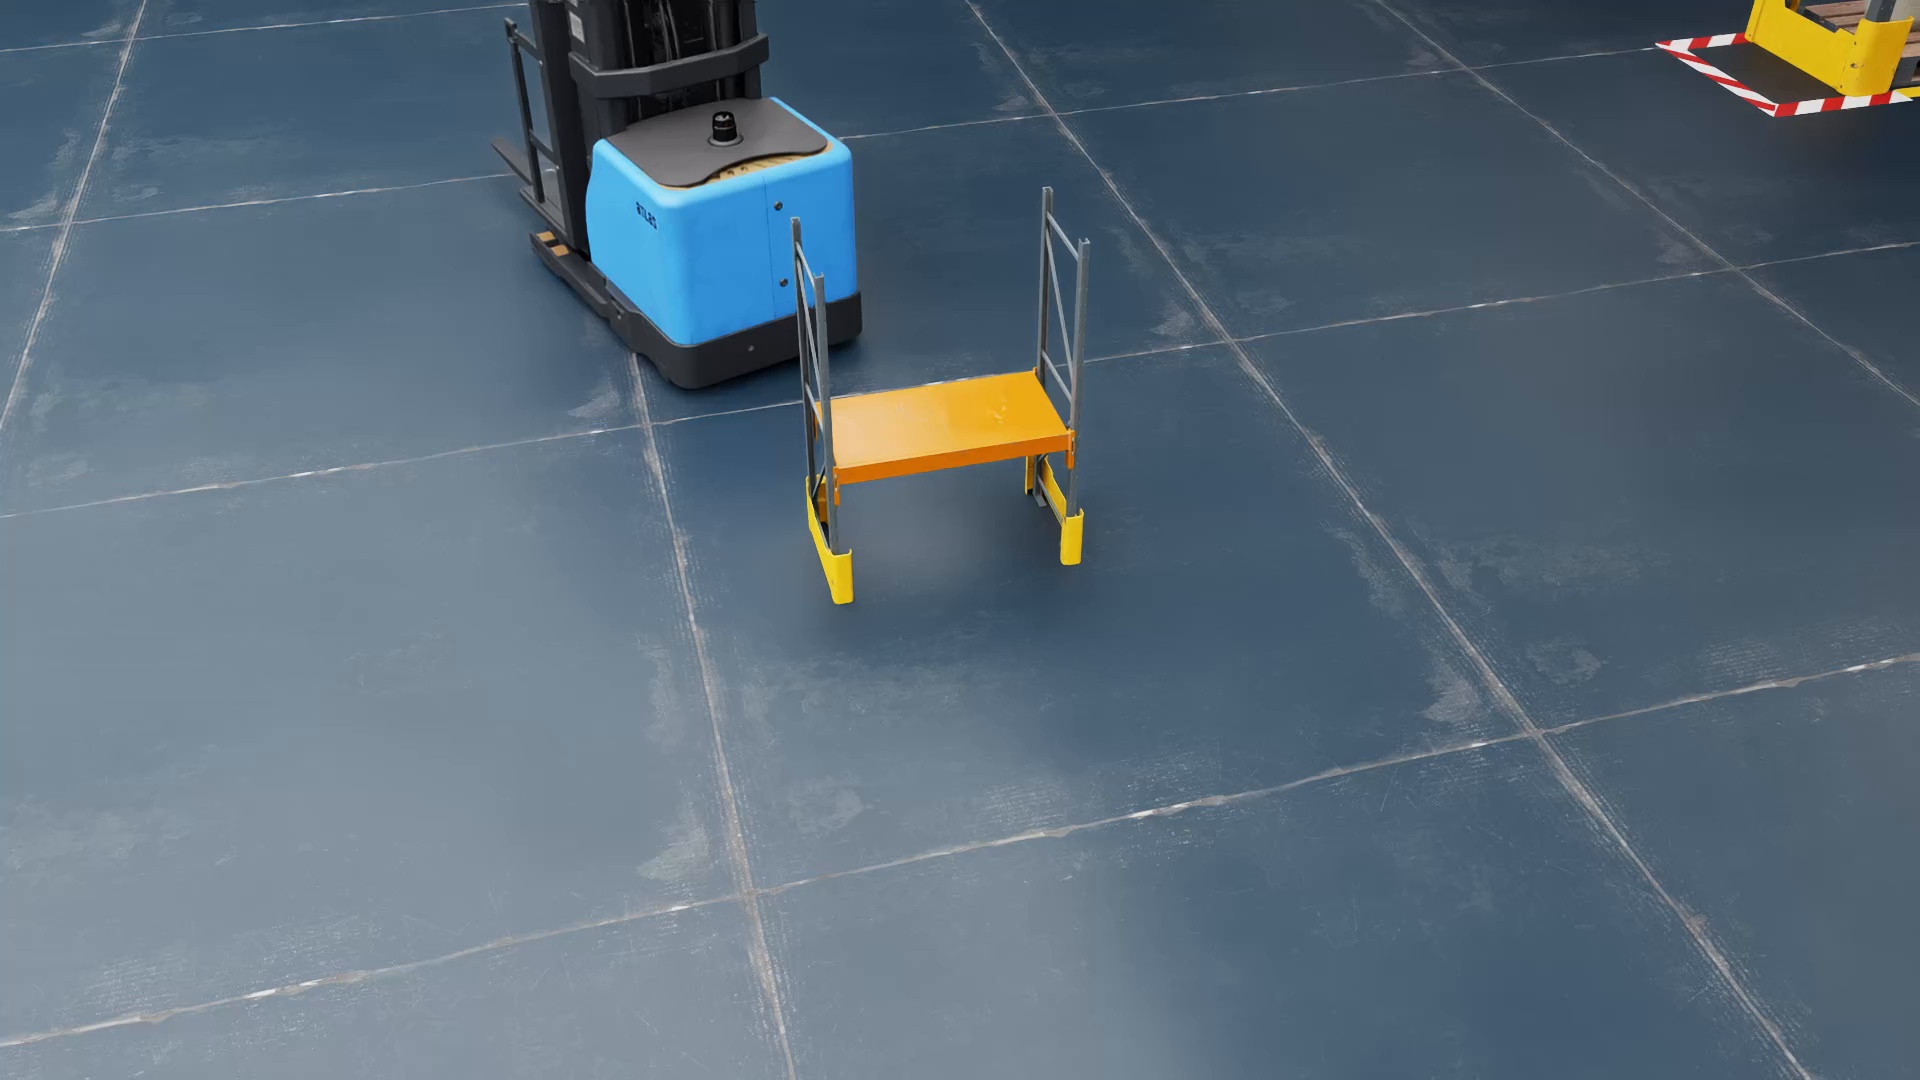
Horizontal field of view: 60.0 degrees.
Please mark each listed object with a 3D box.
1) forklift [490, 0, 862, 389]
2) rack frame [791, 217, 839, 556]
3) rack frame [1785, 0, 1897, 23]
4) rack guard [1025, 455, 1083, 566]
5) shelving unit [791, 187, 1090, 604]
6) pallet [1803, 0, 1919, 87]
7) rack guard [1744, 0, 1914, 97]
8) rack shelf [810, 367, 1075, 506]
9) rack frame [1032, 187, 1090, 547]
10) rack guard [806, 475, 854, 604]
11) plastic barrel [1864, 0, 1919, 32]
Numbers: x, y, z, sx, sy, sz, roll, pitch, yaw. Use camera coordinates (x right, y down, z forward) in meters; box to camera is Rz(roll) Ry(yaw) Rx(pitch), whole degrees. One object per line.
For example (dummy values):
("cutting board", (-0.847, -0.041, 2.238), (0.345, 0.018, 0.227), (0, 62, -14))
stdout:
("forklift", (-1.732, -2.761, 8.446), (1.130, 2.935, 3.031), (-22, 42, -26))
("rack frame", (-0.573, -0.502, 6.671), (0.032, 1.500, 0.500), (-9, 38, -12))
("rack frame", (5.893, -4.477, 10.633), (0.127, 3.000, 1.000), (-9, 38, -12))
("rack guard", (0.407, -0.166, 7.261), (0.087, 0.250, 0.587), (-9, 38, -12))
("shelving unit", (-0.074, -0.584, 6.779), (1.083, 1.500, 0.587), (-9, 38, -12))
("pallet", (6.740, -3.534, 11.697), (1.213, 0.211, 1.003), (-9, 38, -12))
("rack guard", (5.954, -3.523, 11.445), (0.348, 0.500, 1.175), (-9, 38, -12))
("rack shelf", (-0.082, -0.439, 6.886), (1.000, 0.185, 0.538), (-9, 38, -12))
("rack frame", (0.408, -0.663, 6.882), (0.032, 1.500, 0.500), (-9, 38, -12))
("rack guard", (-0.554, -0.008, 7.055), (0.087, 0.250, 0.587), (-9, 38, -12))
("plastic barrel", (6.508, -3.804, 11.457), (0.421, 0.512, 0.421), (0, 37, 0))
